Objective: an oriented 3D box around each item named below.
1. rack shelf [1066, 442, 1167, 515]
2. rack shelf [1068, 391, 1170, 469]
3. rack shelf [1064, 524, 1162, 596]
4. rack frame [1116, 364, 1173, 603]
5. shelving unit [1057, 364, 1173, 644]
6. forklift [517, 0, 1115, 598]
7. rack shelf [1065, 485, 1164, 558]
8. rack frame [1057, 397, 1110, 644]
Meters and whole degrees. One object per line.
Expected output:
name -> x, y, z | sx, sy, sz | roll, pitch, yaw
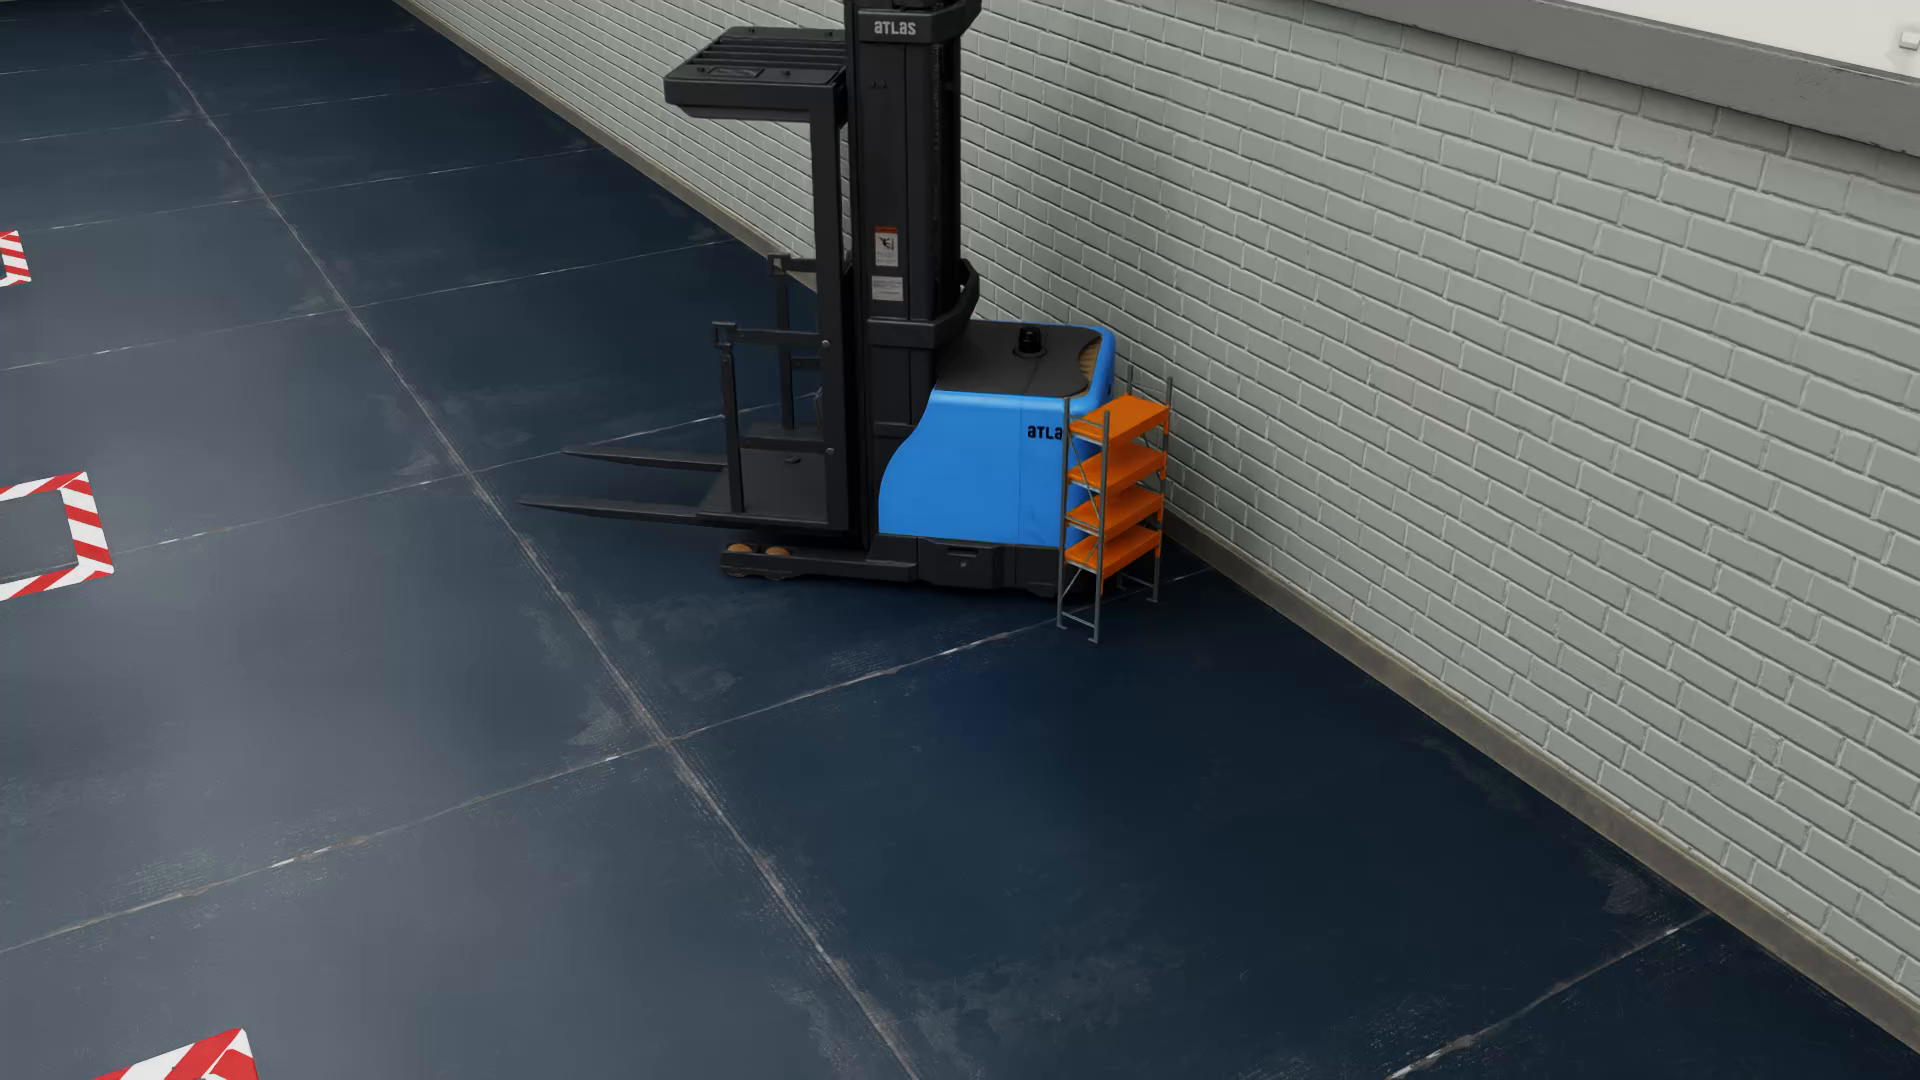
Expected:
rack shelf -> 0.720, -0.302, 7.731 | 0.258, 0.148, 0.480 | 22, 36, 35
rack shelf -> 0.720, -0.509, 7.617 | 0.258, 0.148, 0.480 | 22, 36, 35
rack shelf -> 0.720, 0.068, 7.935 | 0.258, 0.148, 0.480 | 22, 36, 35
rack frame -> 0.878, -0.255, 7.969 | 0.240, 1.200, 0.015 | 22, 36, 35
shelving unit -> 0.720, -0.165, 7.807 | 0.258, 1.200, 0.503 | 22, 36, 35
forklift -> -0.759, -1.325, 8.117 | 3.031, 2.935, 1.130 | 5, 29, 8
rack shelf -> 0.720, -0.106, 7.839 | 0.258, 0.148, 0.480 | 22, 36, 35
rack frame -> 0.562, -0.075, 7.644 | 0.240, 1.200, 0.015 | 22, 36, 35
